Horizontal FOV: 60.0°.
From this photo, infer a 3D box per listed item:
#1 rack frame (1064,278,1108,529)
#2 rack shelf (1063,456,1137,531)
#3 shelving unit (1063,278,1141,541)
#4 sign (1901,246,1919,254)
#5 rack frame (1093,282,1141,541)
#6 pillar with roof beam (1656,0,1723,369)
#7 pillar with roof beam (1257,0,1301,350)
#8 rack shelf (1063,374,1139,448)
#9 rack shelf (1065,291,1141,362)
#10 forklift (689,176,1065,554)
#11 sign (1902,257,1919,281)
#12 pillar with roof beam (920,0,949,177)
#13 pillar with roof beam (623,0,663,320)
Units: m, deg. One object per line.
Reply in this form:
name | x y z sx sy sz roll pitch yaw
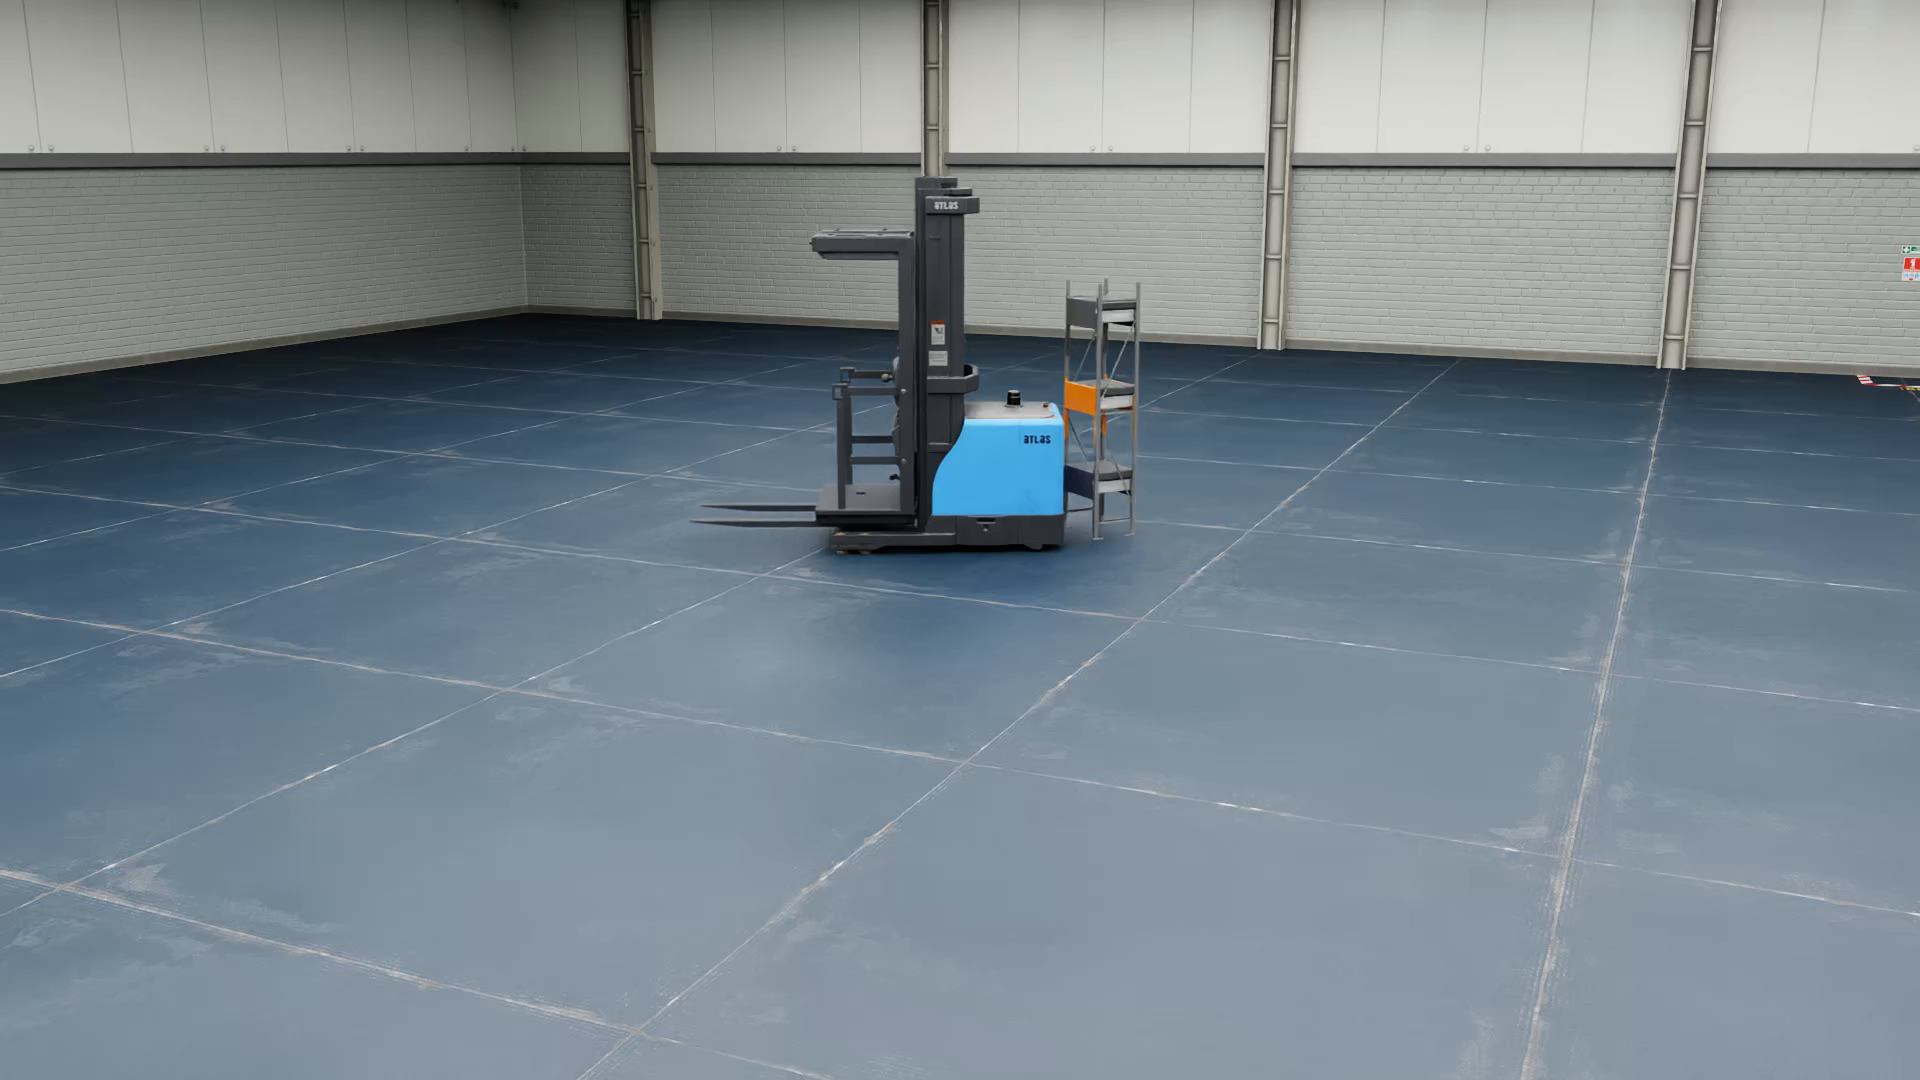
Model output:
rack frame | 1.053 -1.139 14.013 0.400 2.100 0.015 -7 15 -27
rack shelf | 1.167 -0.395 13.965 0.431 0.518 0.480 -7 15 -27
shelving unit | 1.167 -1.090 13.802 0.431 2.100 0.503 -7 15 -27
sign | 13.320 -4.044 23.183 0.331 0.109 0.001 6 14 23
rack frame | 1.281 -1.040 13.592 0.400 2.100 0.015 -7 15 -27
pillar with roof beam | 8.797 -6.038 19.787 0.400 9.000 9.100 6 14 23
pillar with roof beam | 3.312 -6.593 22.153 0.400 9.000 9.100 6 14 23
rack shelf | 1.167 -1.076 13.805 0.431 0.518 0.480 -7 15 -27
rack shelf | 1.167 -1.758 13.646 0.431 0.518 0.480 -7 15 -27
forklift | -0.678 -1.439 13.473 3.031 2.935 1.130 0 13 0
sign | 13.319 -3.788 23.253 0.234 0.329 0.001 6 14 23
pillar with roof beam | -2.174 -7.148 24.519 0.400 9.000 9.100 6 14 23
pillar with roof beam | -7.660 -7.703 26.885 0.400 9.000 9.100 6 14 23
